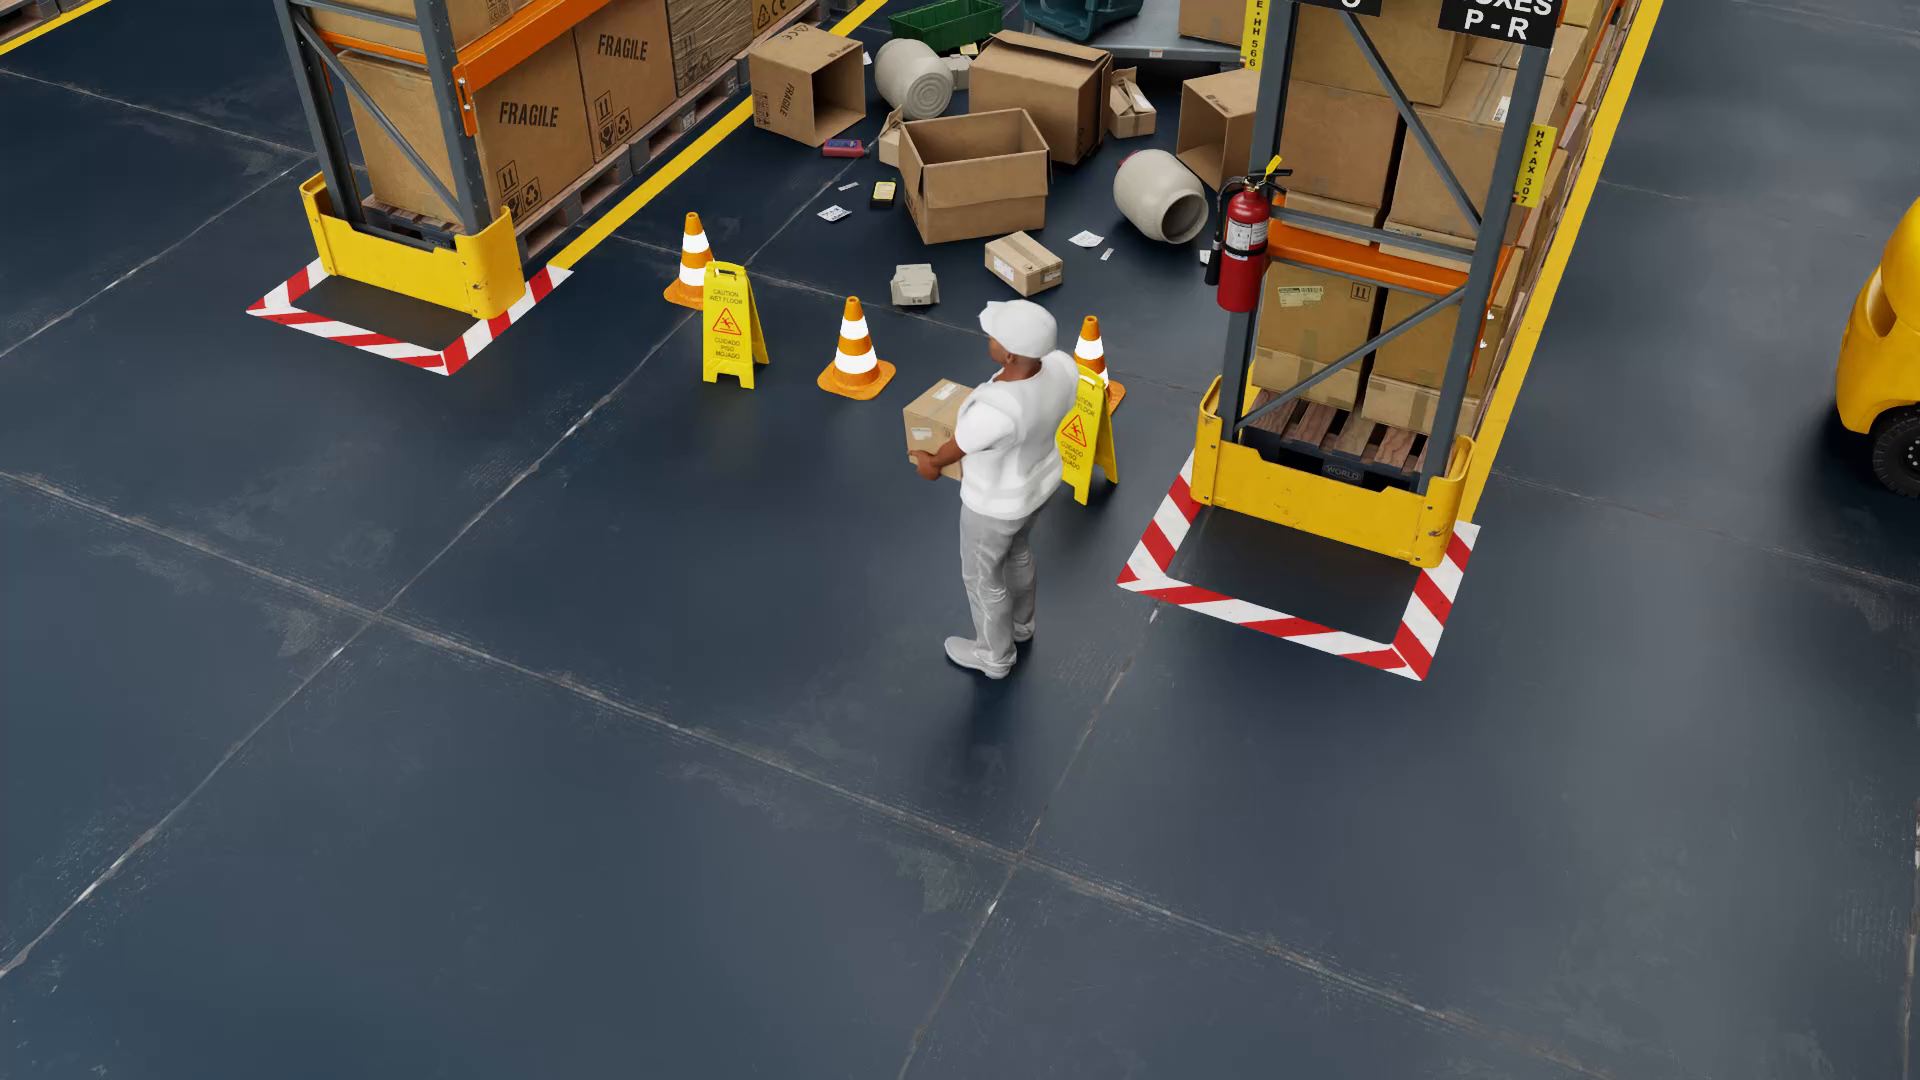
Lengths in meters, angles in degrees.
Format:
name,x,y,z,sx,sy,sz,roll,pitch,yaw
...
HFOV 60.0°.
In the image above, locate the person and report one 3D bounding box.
name,x,y,z,sx,sy,sz,roll,pitch,yaw
person,0.101,-0.230,6.403,0.587,1.760,0.503,27,48,27
